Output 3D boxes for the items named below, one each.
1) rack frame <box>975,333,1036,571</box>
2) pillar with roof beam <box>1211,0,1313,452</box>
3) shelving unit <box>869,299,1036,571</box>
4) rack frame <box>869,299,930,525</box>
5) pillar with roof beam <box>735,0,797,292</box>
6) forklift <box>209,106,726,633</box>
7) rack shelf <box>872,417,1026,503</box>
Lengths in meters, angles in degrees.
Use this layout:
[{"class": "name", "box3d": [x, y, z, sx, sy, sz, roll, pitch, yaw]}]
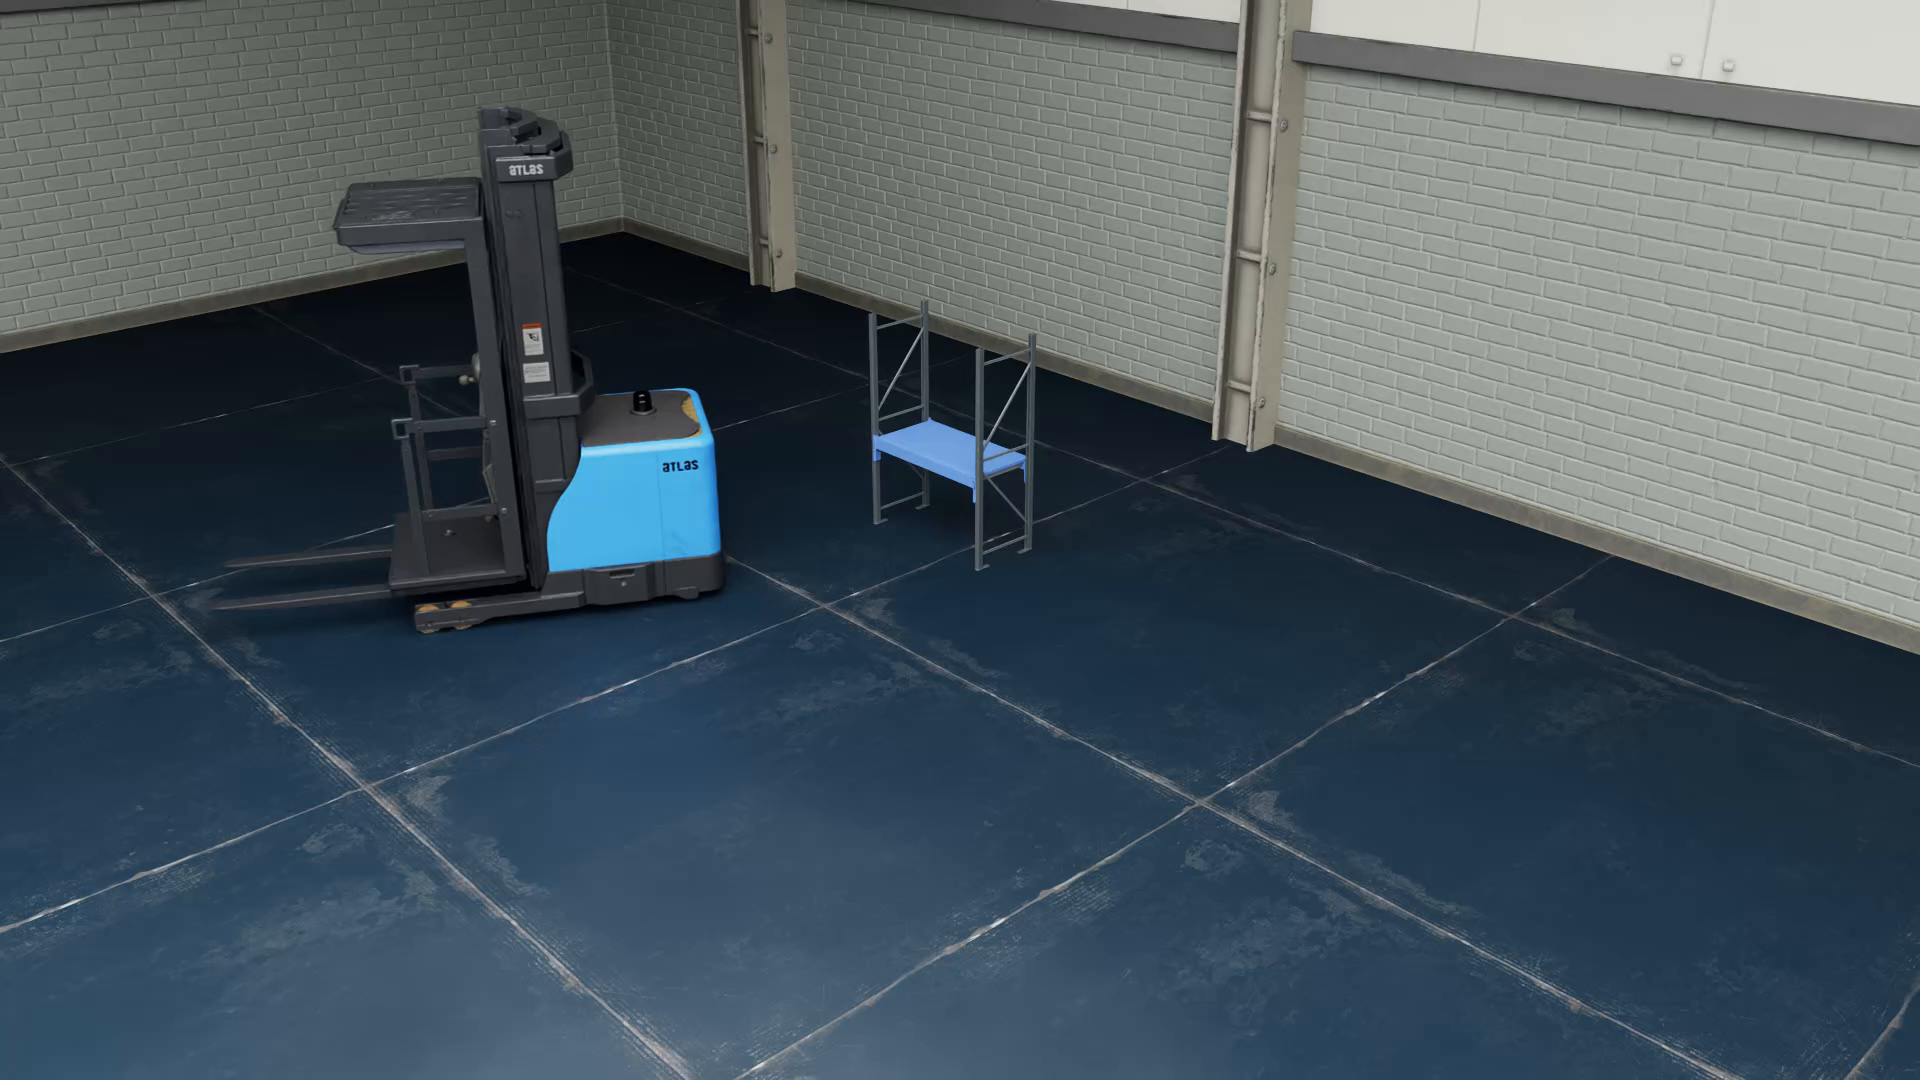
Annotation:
[{"class": "rack frame", "box3d": [0.289, -0.554, 10.658, 0.500, 1.500, 0.032, -21, 32, -38]}, {"class": "pillar with roof beam", "box3d": [-0.936, -3.647, 8.402, 9.100, 9.000, 0.400, -21, 32, -38]}, {"class": "shelving unit", "box3d": [-0.058, -0.708, 10.995, 0.538, 1.500, 1.048, -21, 32, -38]}, {"class": "rack frame", "box3d": [-0.406, -0.862, 11.333, 0.500, 1.500, 0.032, -21, 32, -38]}, {"class": "pillar with roof beam", "box3d": [-5.037, -5.465, 12.387, 9.100, 9.000, 0.400, -21, 32, -38]}, {"class": "forklift", "box3d": [-3.052, -1.015, 9.943, 3.031, 2.935, 1.130, -6, 25, -13]}, {"class": "rack shelf", "box3d": [-0.058, -0.545, 11.070, 0.538, 0.185, 1.000, -21, 32, -38]}]
